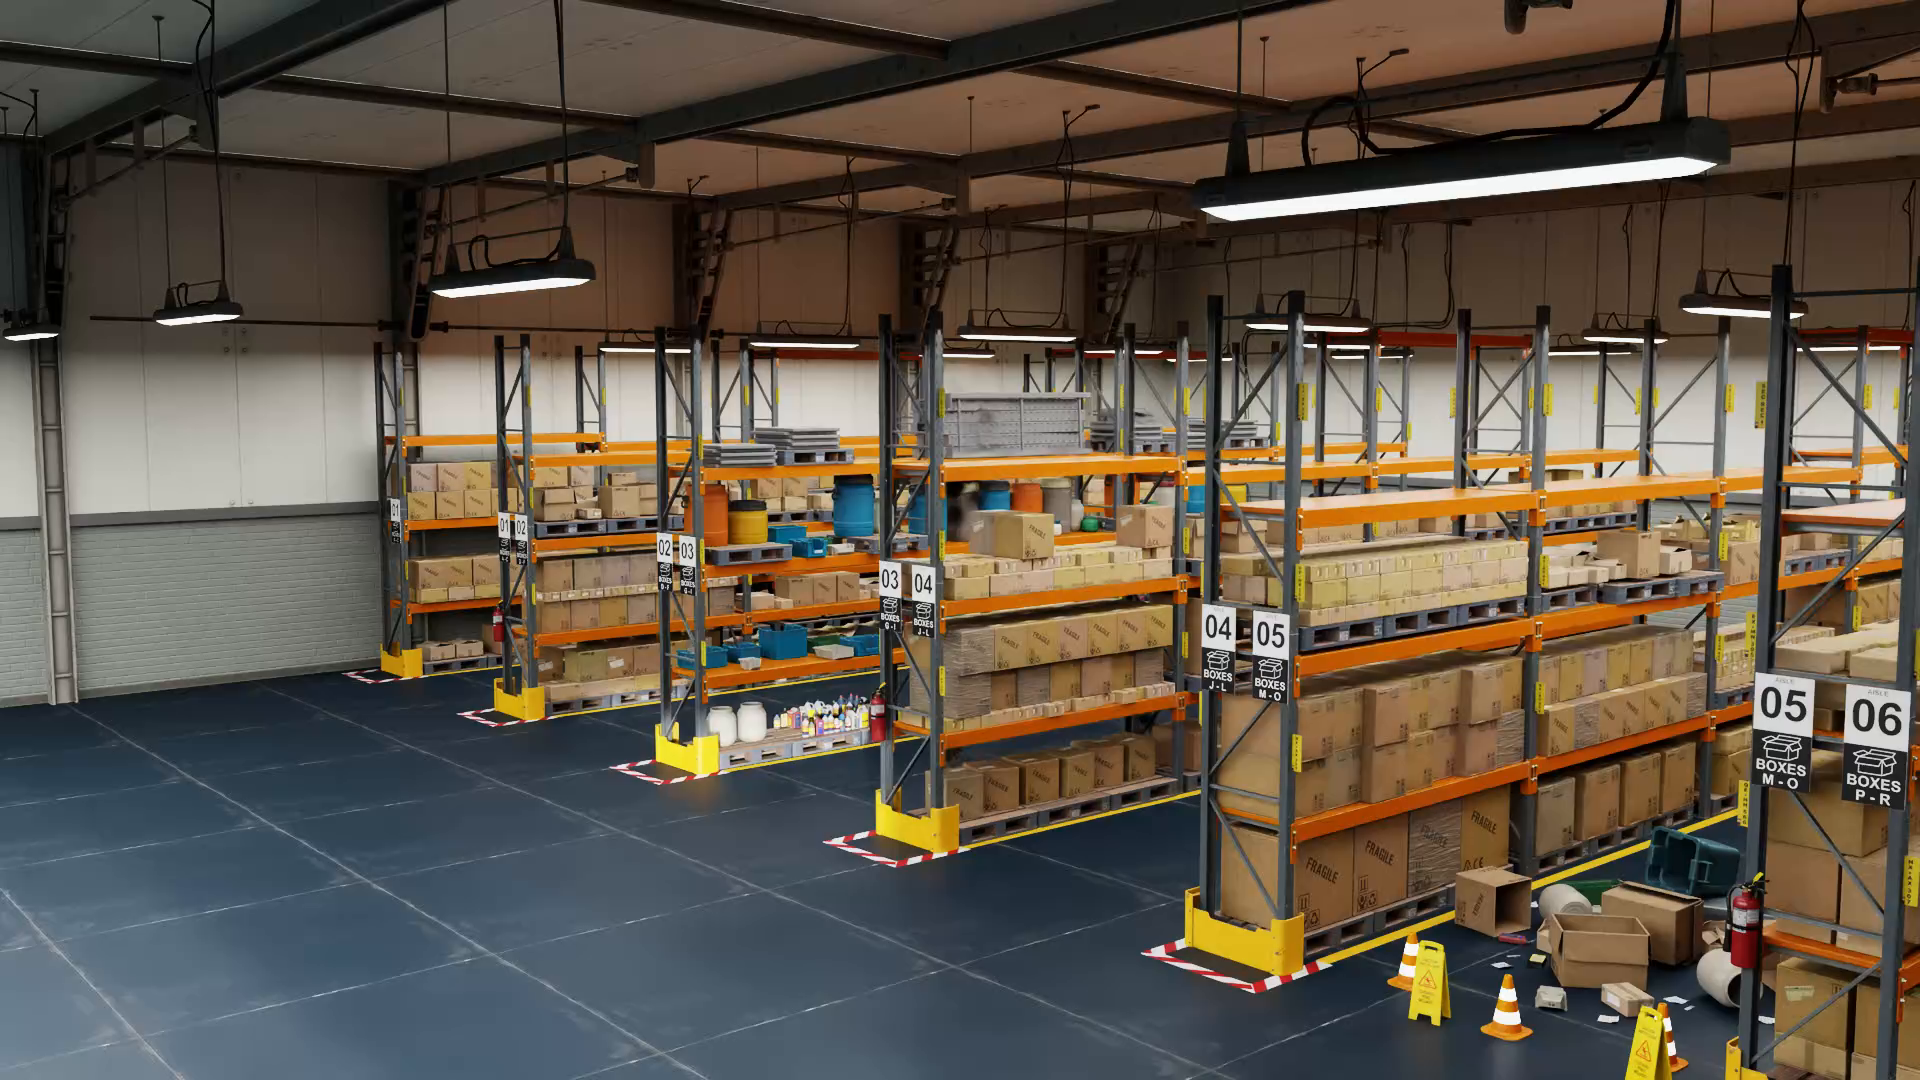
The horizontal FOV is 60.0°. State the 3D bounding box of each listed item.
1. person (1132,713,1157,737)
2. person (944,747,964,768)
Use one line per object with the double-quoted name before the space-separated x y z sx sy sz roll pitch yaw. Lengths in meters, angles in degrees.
"person" 2.570 2.166 23.773 0.938 1.625 0.575 -4 7 -40
"person" -0.204 2.241 22.468 0.709 1.856 0.839 4 7 38
